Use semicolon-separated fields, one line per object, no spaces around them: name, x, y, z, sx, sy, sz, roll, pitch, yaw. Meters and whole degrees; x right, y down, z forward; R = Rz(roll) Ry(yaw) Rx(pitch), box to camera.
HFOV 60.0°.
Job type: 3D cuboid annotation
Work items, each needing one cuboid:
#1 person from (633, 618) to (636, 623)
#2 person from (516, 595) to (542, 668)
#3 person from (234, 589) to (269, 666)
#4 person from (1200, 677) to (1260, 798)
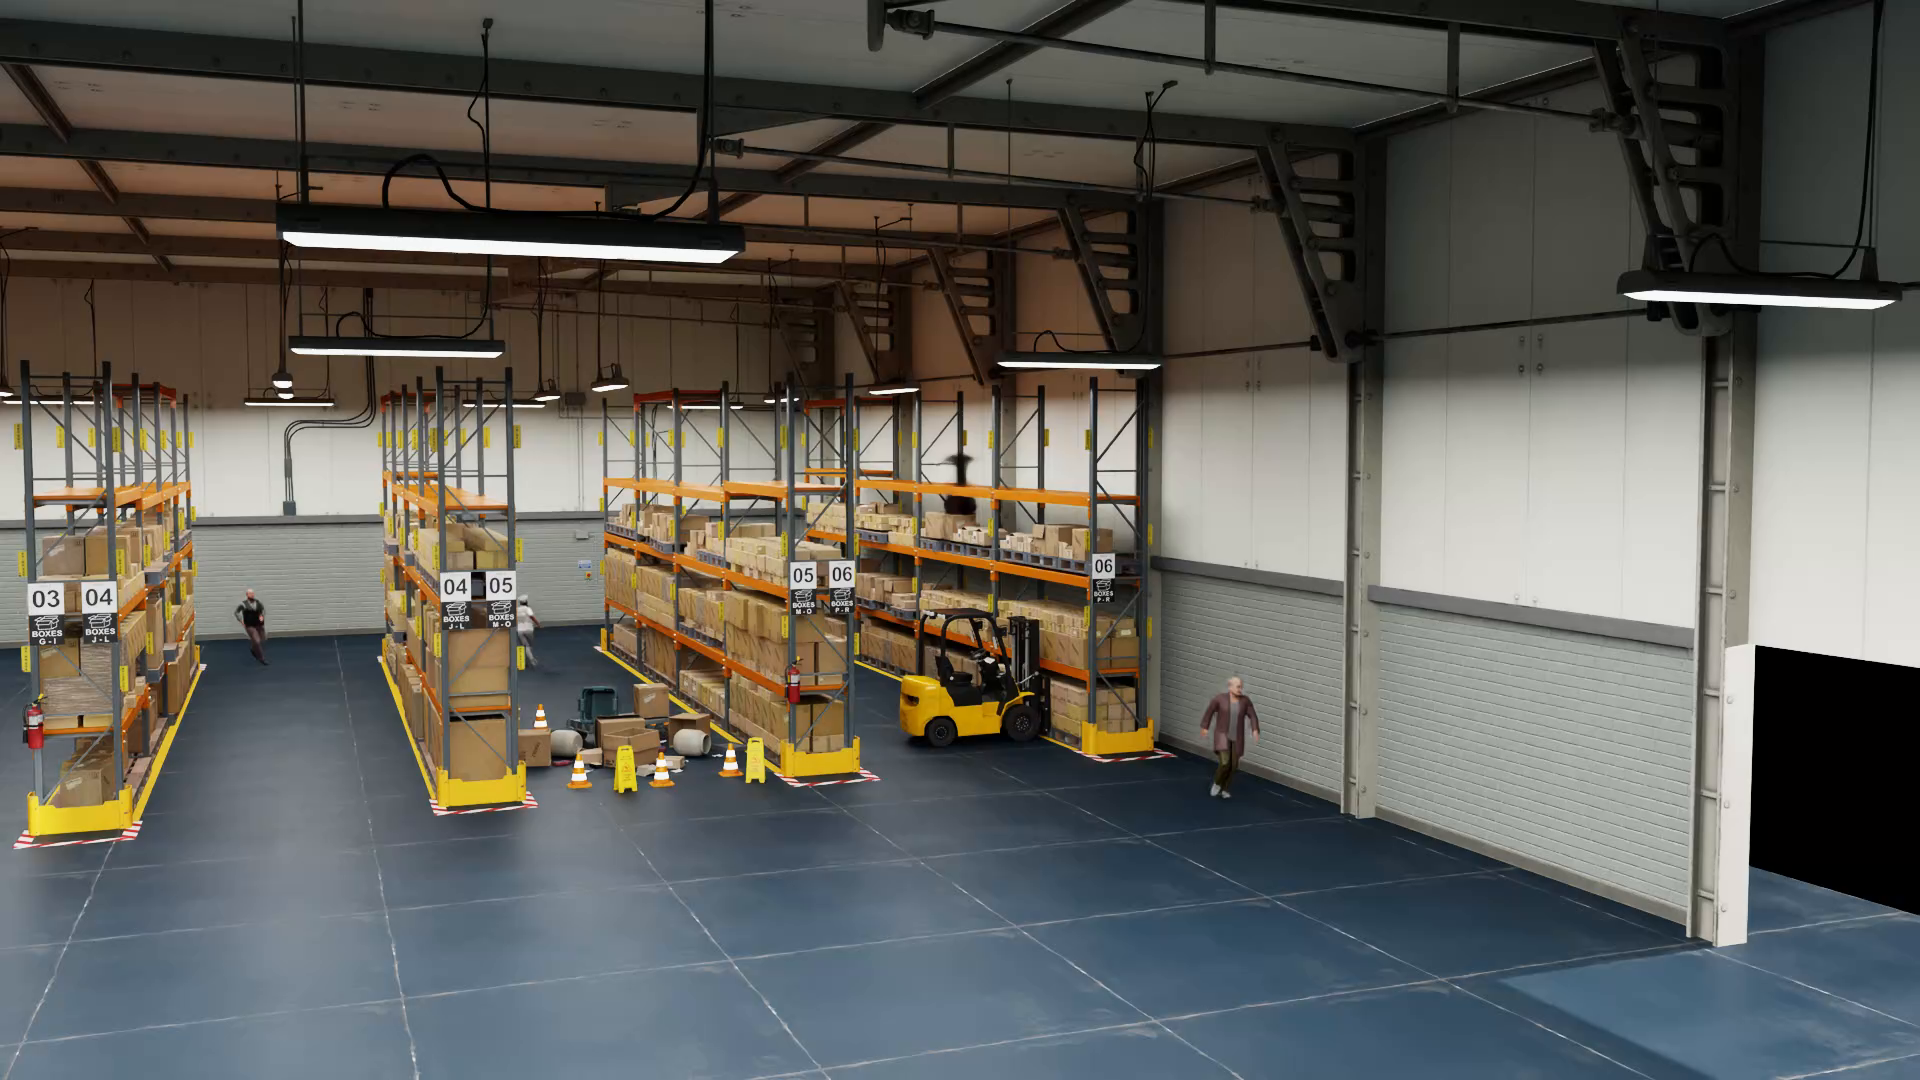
person;-7.747;1.704;40.866;0.919;1.689;0.545;0;3;-2
person;-9.502;2.033;36.432;0.700;1.630;0.621;0;3;1
person;-15.764;1.937;37.029;0.904;1.703;0.649;3;5;41
person;3.757;2.742;22.959;0.704;1.724;0.821;-1;3;-10
